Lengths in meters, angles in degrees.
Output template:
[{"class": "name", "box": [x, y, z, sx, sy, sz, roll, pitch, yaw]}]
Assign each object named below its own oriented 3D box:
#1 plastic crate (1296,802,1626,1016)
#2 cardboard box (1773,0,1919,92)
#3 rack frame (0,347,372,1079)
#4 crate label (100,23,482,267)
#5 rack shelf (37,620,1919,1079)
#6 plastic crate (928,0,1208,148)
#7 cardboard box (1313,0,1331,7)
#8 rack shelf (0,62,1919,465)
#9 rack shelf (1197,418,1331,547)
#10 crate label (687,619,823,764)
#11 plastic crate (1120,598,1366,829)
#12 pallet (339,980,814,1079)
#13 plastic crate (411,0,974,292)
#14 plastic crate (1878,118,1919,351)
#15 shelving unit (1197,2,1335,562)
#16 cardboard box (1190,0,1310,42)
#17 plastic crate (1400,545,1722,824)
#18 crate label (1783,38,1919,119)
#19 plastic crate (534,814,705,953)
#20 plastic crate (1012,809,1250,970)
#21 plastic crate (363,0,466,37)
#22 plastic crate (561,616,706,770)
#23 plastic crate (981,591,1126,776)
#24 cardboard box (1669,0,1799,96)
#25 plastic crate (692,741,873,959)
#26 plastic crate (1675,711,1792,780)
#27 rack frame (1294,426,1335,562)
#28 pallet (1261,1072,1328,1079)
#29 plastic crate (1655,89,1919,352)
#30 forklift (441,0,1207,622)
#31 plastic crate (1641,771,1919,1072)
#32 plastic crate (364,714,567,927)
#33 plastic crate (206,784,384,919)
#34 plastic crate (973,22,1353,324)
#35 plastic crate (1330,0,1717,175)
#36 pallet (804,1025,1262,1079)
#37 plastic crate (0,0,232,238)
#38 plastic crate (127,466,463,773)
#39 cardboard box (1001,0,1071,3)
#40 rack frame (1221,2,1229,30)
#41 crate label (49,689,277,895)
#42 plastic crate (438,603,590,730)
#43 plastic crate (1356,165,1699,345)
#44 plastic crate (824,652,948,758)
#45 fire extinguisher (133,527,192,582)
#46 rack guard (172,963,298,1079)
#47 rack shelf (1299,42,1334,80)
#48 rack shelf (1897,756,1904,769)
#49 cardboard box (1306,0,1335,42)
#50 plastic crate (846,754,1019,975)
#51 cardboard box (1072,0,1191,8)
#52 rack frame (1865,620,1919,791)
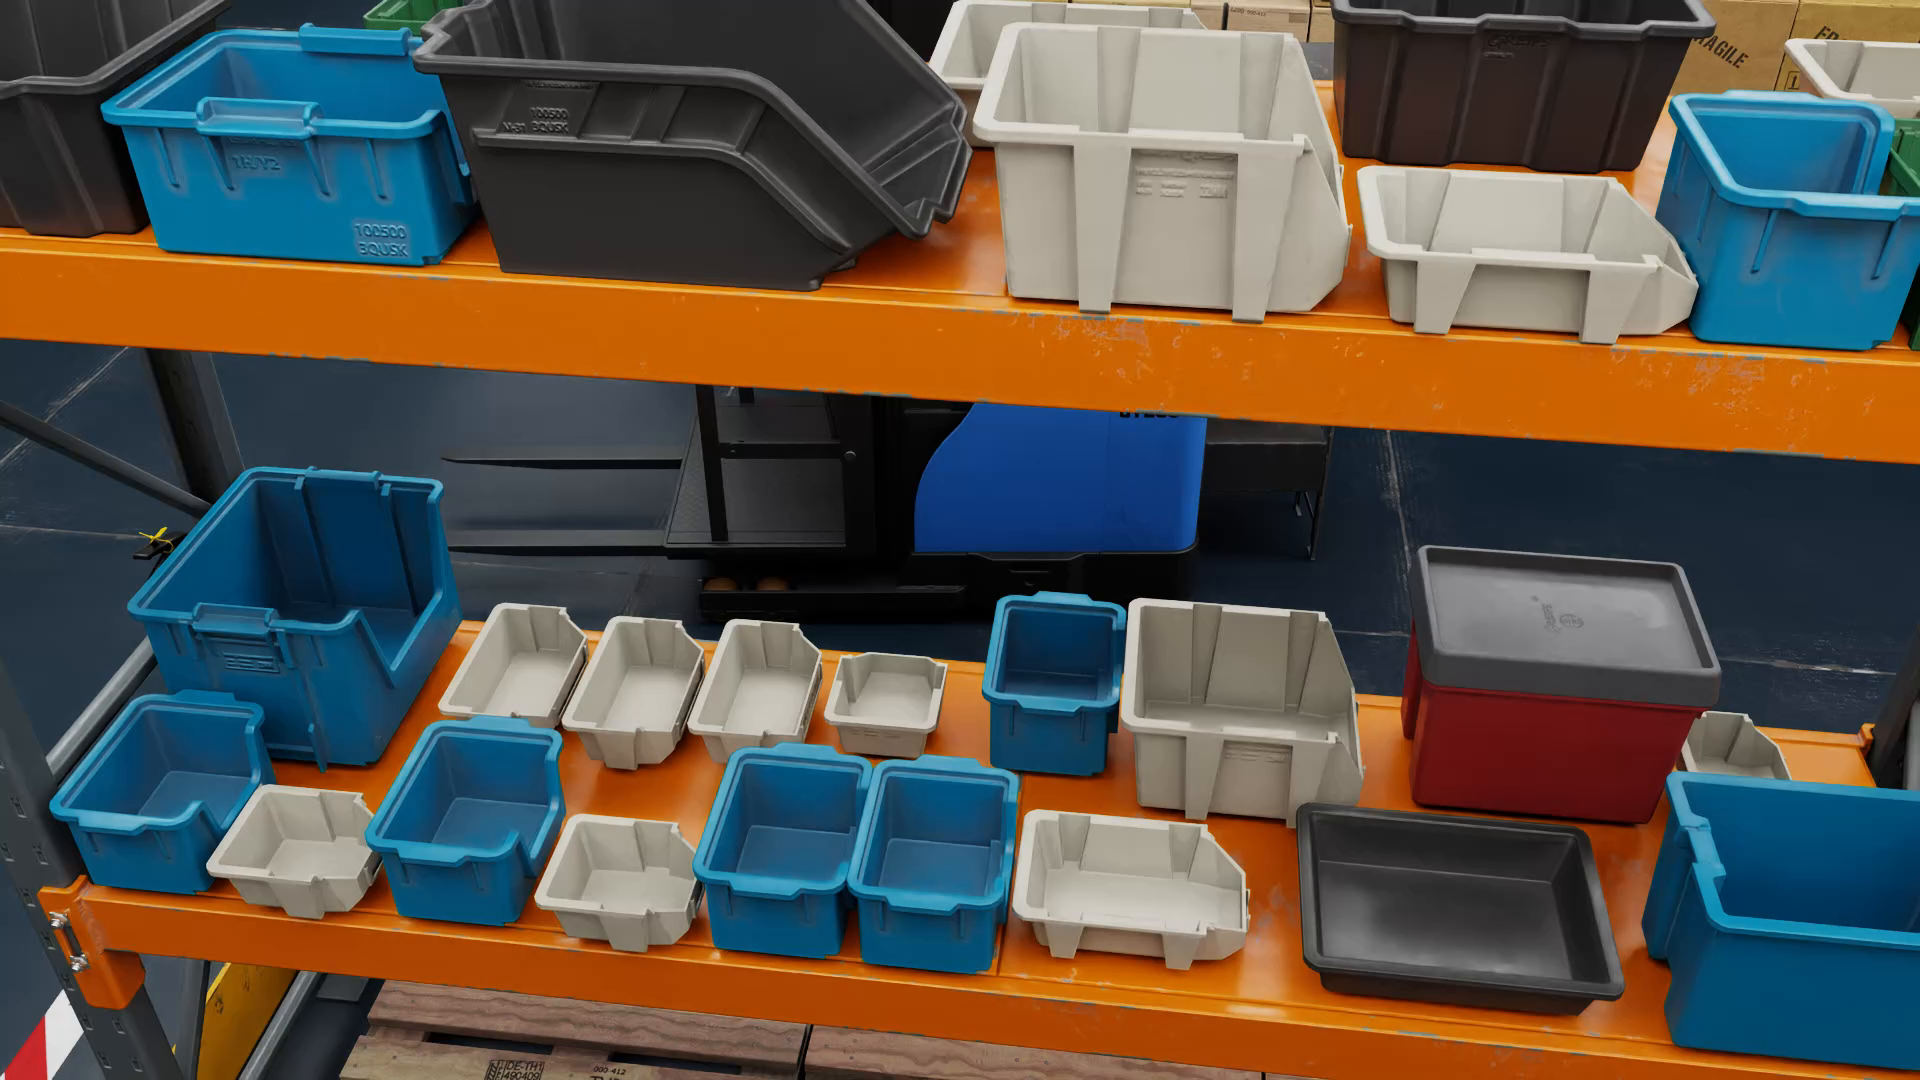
[{"class": "plastic crate", "box": [0.969, 0.745, 3.309, 0.590, 0.125, 0.437, 4, 36, 6]}, {"class": "cardboard box", "box": [3.667, -2.094, 7.016, 0.500, 0.500, 0.500, 4, 36, 6]}, {"class": "rack frame", "box": [-1.854, 0.290, 3.762, 0.127, 3.000, 1.000, 4, 36, 6]}, {"class": "crate label", "box": [-0.980, -0.616, 2.577, 0.502, 0.251, 0.408, 4, 36, 6]}, {"class": "rack shelf", "box": [0.129, 0.730, 3.764, 4.000, 0.370, 1.077, 4, 36, 6]}, {"class": "plastic crate", "box": [0.227, -0.814, 2.954, 0.530, 0.136, 0.437, 4, 36, 6]}, {"class": "cardboard box", "box": [1.757, -2.553, 6.973, 0.500, 0.500, 0.500, 5, 36, 6]}, {"class": "rack shelf", "box": [0.129, -0.491, 2.892, 4.000, 0.370, 1.077, 4, 36, 6]}, {"class": "rack shelf", "box": [1.161, -0.303, 6.595, 0.480, 0.518, 0.431, 0, 36, 0]}, {"class": "crate label", "box": [-0.458, 0.365, 3.832, 0.243, 0.136, 0.396, 4, 36, 6]}, {"class": "plastic crate", "box": [0.622, 0.390, 3.672, 0.530, 0.282, 0.437, 4, 36, 6]}, {"class": "pallet", "box": [-1.041, 1.508, 4.455, 1.213, 0.211, 1.003, 4, 36, 6]}, {"class": "plastic crate", "box": [-0.374, -0.635, 2.529, 0.767, 0.338, 0.504, 4, 36, 6]}, {"class": "plastic crate", "box": [1.654, -0.406, 2.338, 0.662, 0.188, 0.450, 4, 36, 6]}, {"class": "shelving unit", "box": [1.161, -0.884, 6.181, 0.503, 2.100, 0.431, 0, 36, 0]}, {"class": "cardboard box", "box": [1.253, -2.284, 7.242, 0.500, 0.250, 0.500, 5, 36, 7]}, {"class": "plastic crate", "box": [1.259, 0.324, 3.607, 0.583, 0.464, 0.402, 4, 36, 6]}, {"class": "crate label", "box": [1.664, -0.731, 2.837, 0.466, 0.136, 0.293, 4, 36, 6]}, {"class": "plastic crate", "box": [-0.671, 0.702, 3.360, 0.298, 0.136, 0.250, 4, 36, 6]}, {"class": "plastic crate", "box": [0.348, 0.713, 3.345, 0.466, 0.136, 0.293, 4, 36, 6]}, {"class": "plastic crate", "box": [-0.840, -0.937, 3.081, 0.336, 0.188, 0.450, 4, 36, 6]}, {"class": "plastic crate", "box": [-0.737, 0.358, 3.841, 0.243, 0.136, 0.396, 4, 36, 6]}, {"class": "plastic crate", "box": [0.215, 0.337, 3.787, 0.300, 0.233, 0.416, 4, 36, 6]}, {"class": "cardboard box", "box": [3.168, -2.131, 7.068, 0.500, 0.500, 0.500, 4, 36, 6]}, {"class": "plastic crate", "box": [-0.346, 0.639, 3.365, 0.300, 0.233, 0.416, 4, 36, 6]}, {"class": "plastic crate", "box": [1.670, 0.552, 3.570, 0.243, 0.136, 0.396, 4, 36, 6]}, {"class": "rack frame", "box": [1.405, -0.884, 6.181, 0.015, 2.100, 0.400, 0, 36, 0]}, {"class": "pallet", "box": [1.379, 1.688, 4.202, 1.213, 0.211, 1.003, 4, 36, 6]}, {"class": "plastic crate", "box": [1.169, -0.451, 2.361, 0.300, 0.233, 0.416, 4, 36, 6]}, {"class": "forklift", "box": [-0.622, -1.192, 5.897, 3.031, 2.935, 1.130, 0, 36, 0]}, {"class": "plastic crate", "box": [1.606, 0.730, 3.108, 0.575, 0.384, 0.392, 4, 36, 6]}, {"class": "plastic crate", "box": [-0.999, 0.590, 3.434, 0.300, 0.233, 0.416, 4, 36, 6]}, {"class": "plastic crate", "box": [-1.344, 0.652, 3.430, 0.298, 0.136, 0.250, 4, 36, 6]}, {"class": "plastic crate", "box": [0.305, -0.541, 2.446, 0.530, 0.282, 0.437, 4, 36, 6]}, {"class": "plastic crate", "box": [0.916, -0.832, 2.864, 0.590, 0.269, 0.497, 4, 36, 6]}, {"class": "pallet", "box": [0.165, 1.600, 4.327, 1.213, 0.211, 1.003, 4, 36, 6]}, {"class": "plastic crate", "box": [-1.508, -0.689, 2.664, 0.590, 0.269, 0.497, 4, 36, 6]}, {"class": "plastic crate", "box": [-1.499, 0.168, 3.851, 0.499, 0.435, 0.616, 4, 36, 6]}, {"class": "cardboard box", "box": [0.232, -2.359, 7.347, 0.500, 0.250, 0.500, 3, 36, 4]}, {"class": "rack frame", "box": [0.917, -0.883, 6.180, 0.015, 2.100, 0.400, 0, 36, 0]}, {"class": "crate label", "box": [-1.651, 0.541, 3.502, 0.303, 0.233, 0.416, 4, 36, 6]}, {"class": "plastic crate", "box": [-1.023, 0.328, 3.883, 0.243, 0.136, 0.396, 4, 36, 6]}, {"class": "plastic crate", "box": [0.803, -0.403, 2.377, 0.466, 0.136, 0.293, 4, 36, 6]}, {"class": "plastic crate", "box": [-0.162, 0.376, 3.816, 0.250, 0.136, 0.298, 4, 36, 6]}, {"class": "fire extinguisher", "box": [-1.946, 0.200, 4.276, 0.183, 0.674, 0.296, 4, 36, 6]}, {"class": "rack guard", "box": [-1.880, 1.313, 4.480, 0.348, 0.500, 1.175, 4, 36, 6]}, {"class": "rack shelf", "box": [1.161, -1.442, 5.782, 0.480, 0.518, 0.431, 0, 36, 0]}, {"class": "rack shelf", "box": [4.097, 1.026, 3.349, 4.000, 0.370, 1.077, 4, 36, 6]}, {"class": "cardboard box", "box": [1.759, -2.247, 7.189, 0.500, 0.250, 0.500, 5, 36, 7]}, {"class": "plastic crate", "box": [-0.048, 0.661, 3.334, 0.300, 0.233, 0.416, 4, 36, 6]}, {"class": "cardboard box", "box": [0.751, -2.324, 7.297, 0.500, 0.250, 0.500, 4, 36, 5]}, {"class": "rack frame", "box": [2.113, 0.584, 3.350, 0.053, 2.616, 0.949, 4, 36, 6]}]
